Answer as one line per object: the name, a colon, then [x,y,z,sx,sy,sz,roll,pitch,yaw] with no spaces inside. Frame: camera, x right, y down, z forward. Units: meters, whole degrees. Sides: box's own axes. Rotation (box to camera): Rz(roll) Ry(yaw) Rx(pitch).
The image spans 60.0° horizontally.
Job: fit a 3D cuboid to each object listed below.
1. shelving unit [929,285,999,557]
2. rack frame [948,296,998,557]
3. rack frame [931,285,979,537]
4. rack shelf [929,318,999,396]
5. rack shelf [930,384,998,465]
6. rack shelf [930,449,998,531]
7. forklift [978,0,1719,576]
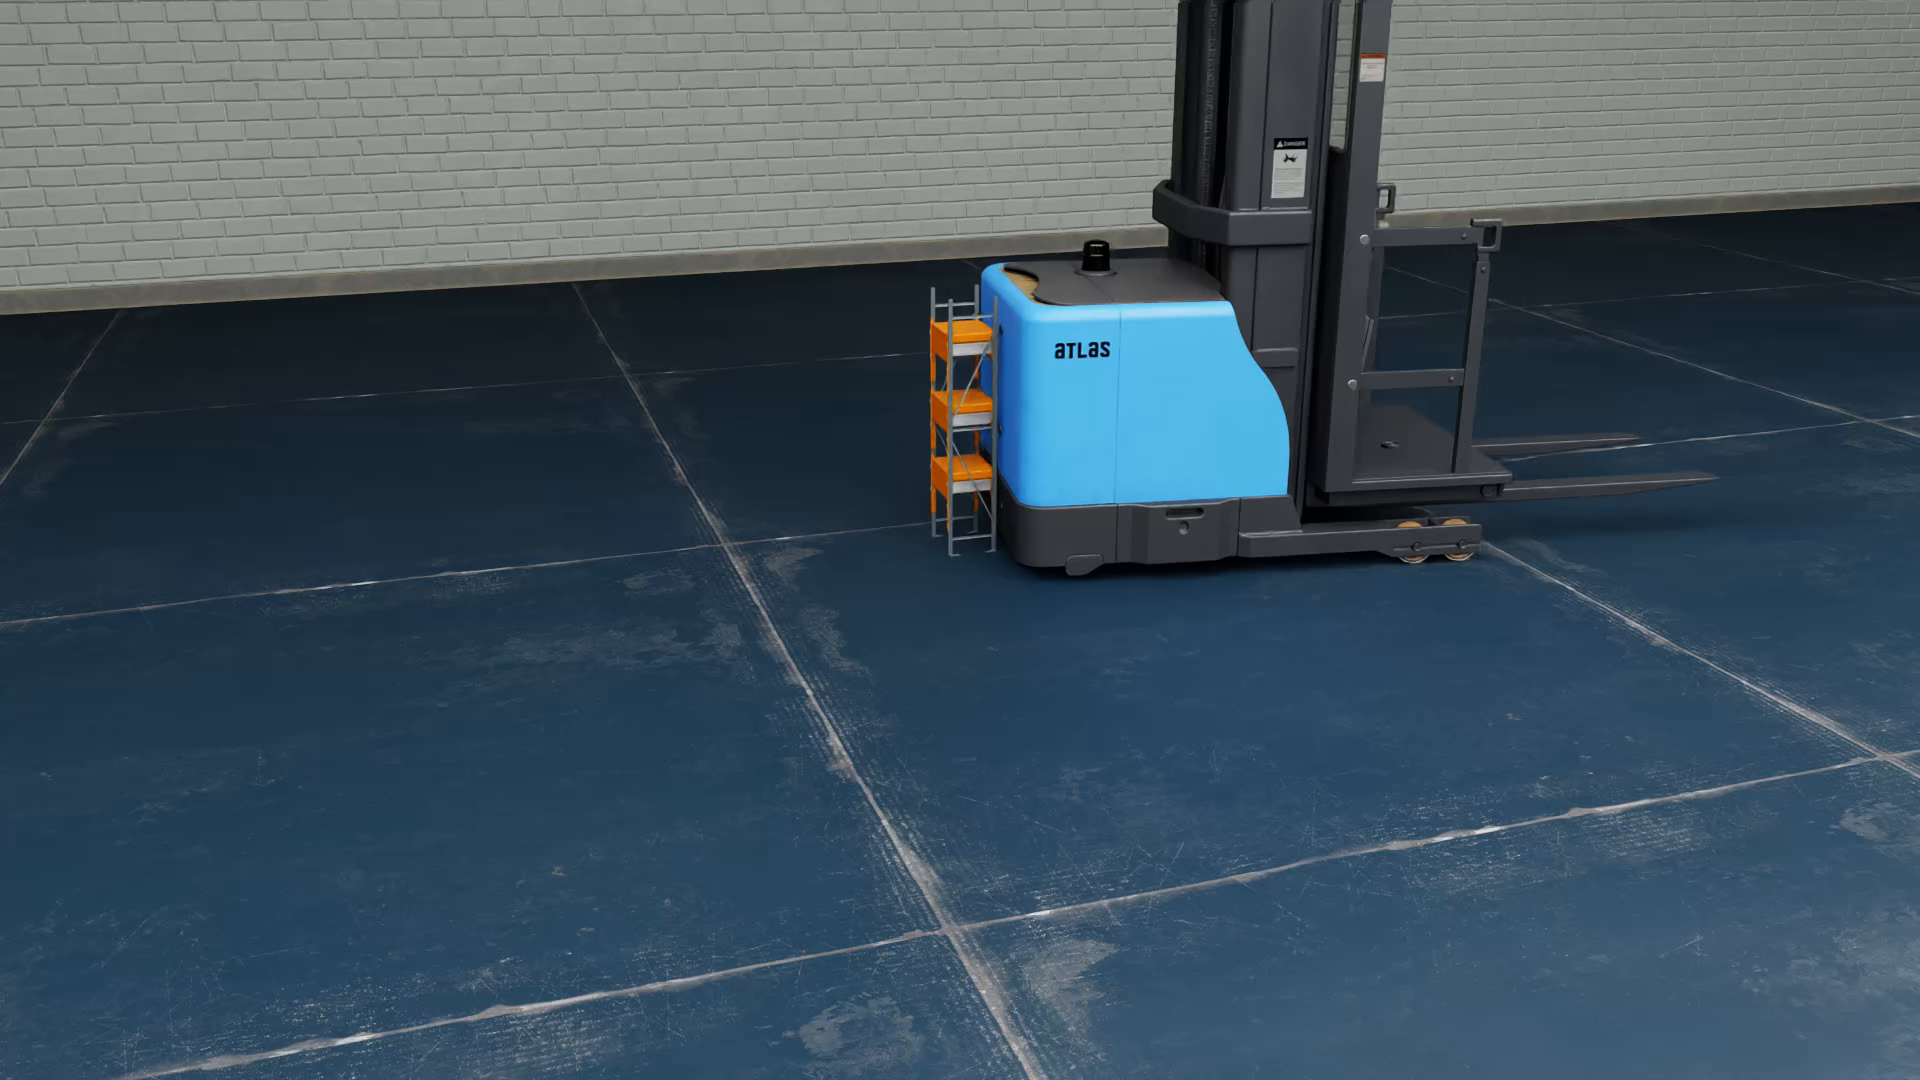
shelving unit: [0.014,-0.477,6.691,0.215,1.050,0.252,-6,21,-16]
rack frame: [0.050,-0.438,6.581,0.200,1.050,0.008,-6,21,-16]
rack frame: [-0.021,-0.517,6.801,0.200,1.050,0.008,-6,21,-16]
rack shelf: [0.015,-0.734,6.599,0.215,0.259,0.240,-6,21,-16]
rack shelf: [0.014,-0.467,6.694,0.215,0.259,0.240,-6,21,-16]
rack shelf: [0.014,-0.206,6.788,0.215,0.259,0.240,-6,21,-16]
forklift: [1.640,-1.457,6.638,3.031,2.935,1.130,-3,20,-9]
